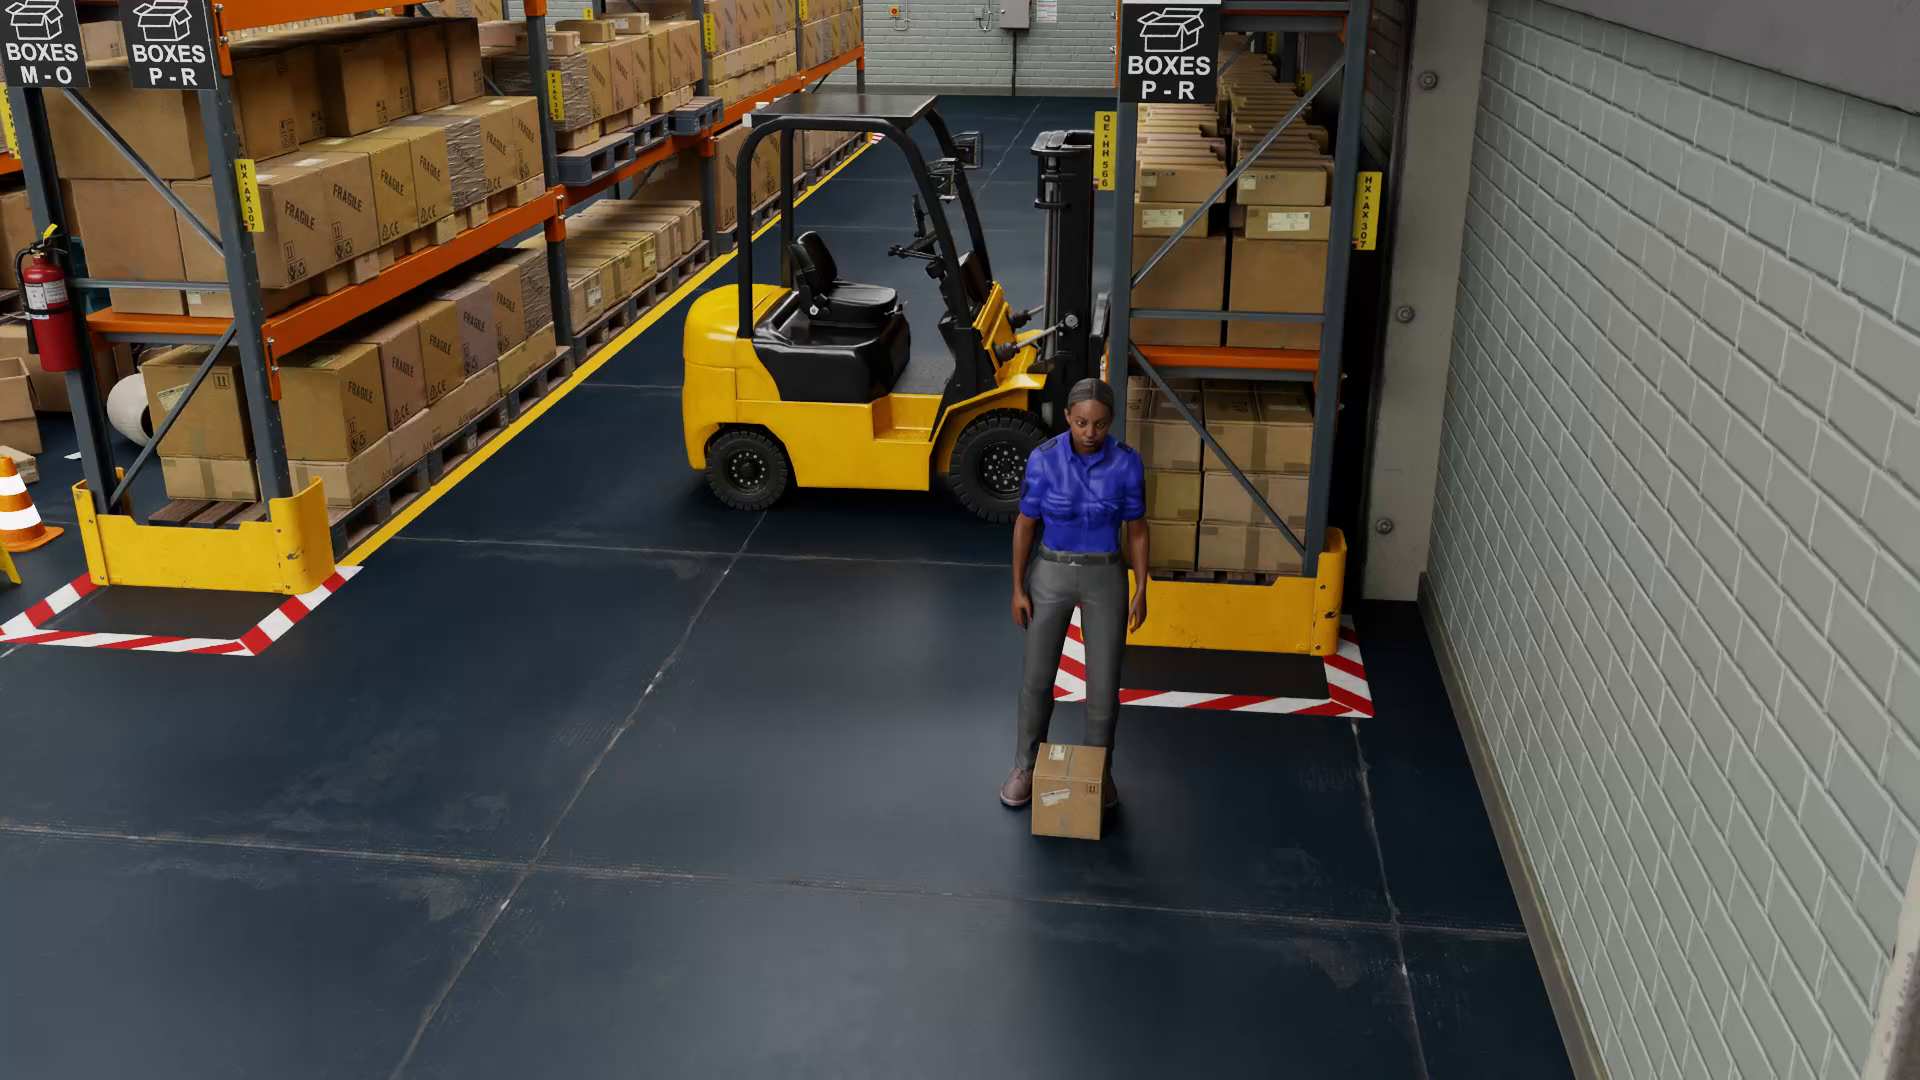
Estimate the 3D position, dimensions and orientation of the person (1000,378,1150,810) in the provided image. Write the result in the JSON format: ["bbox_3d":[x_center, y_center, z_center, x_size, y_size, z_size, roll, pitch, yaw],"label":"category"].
[{"bbox_3d":[0.425,0.189,6.105,0.532,1.655,0.346,1,21,3],"label":"person"}]
